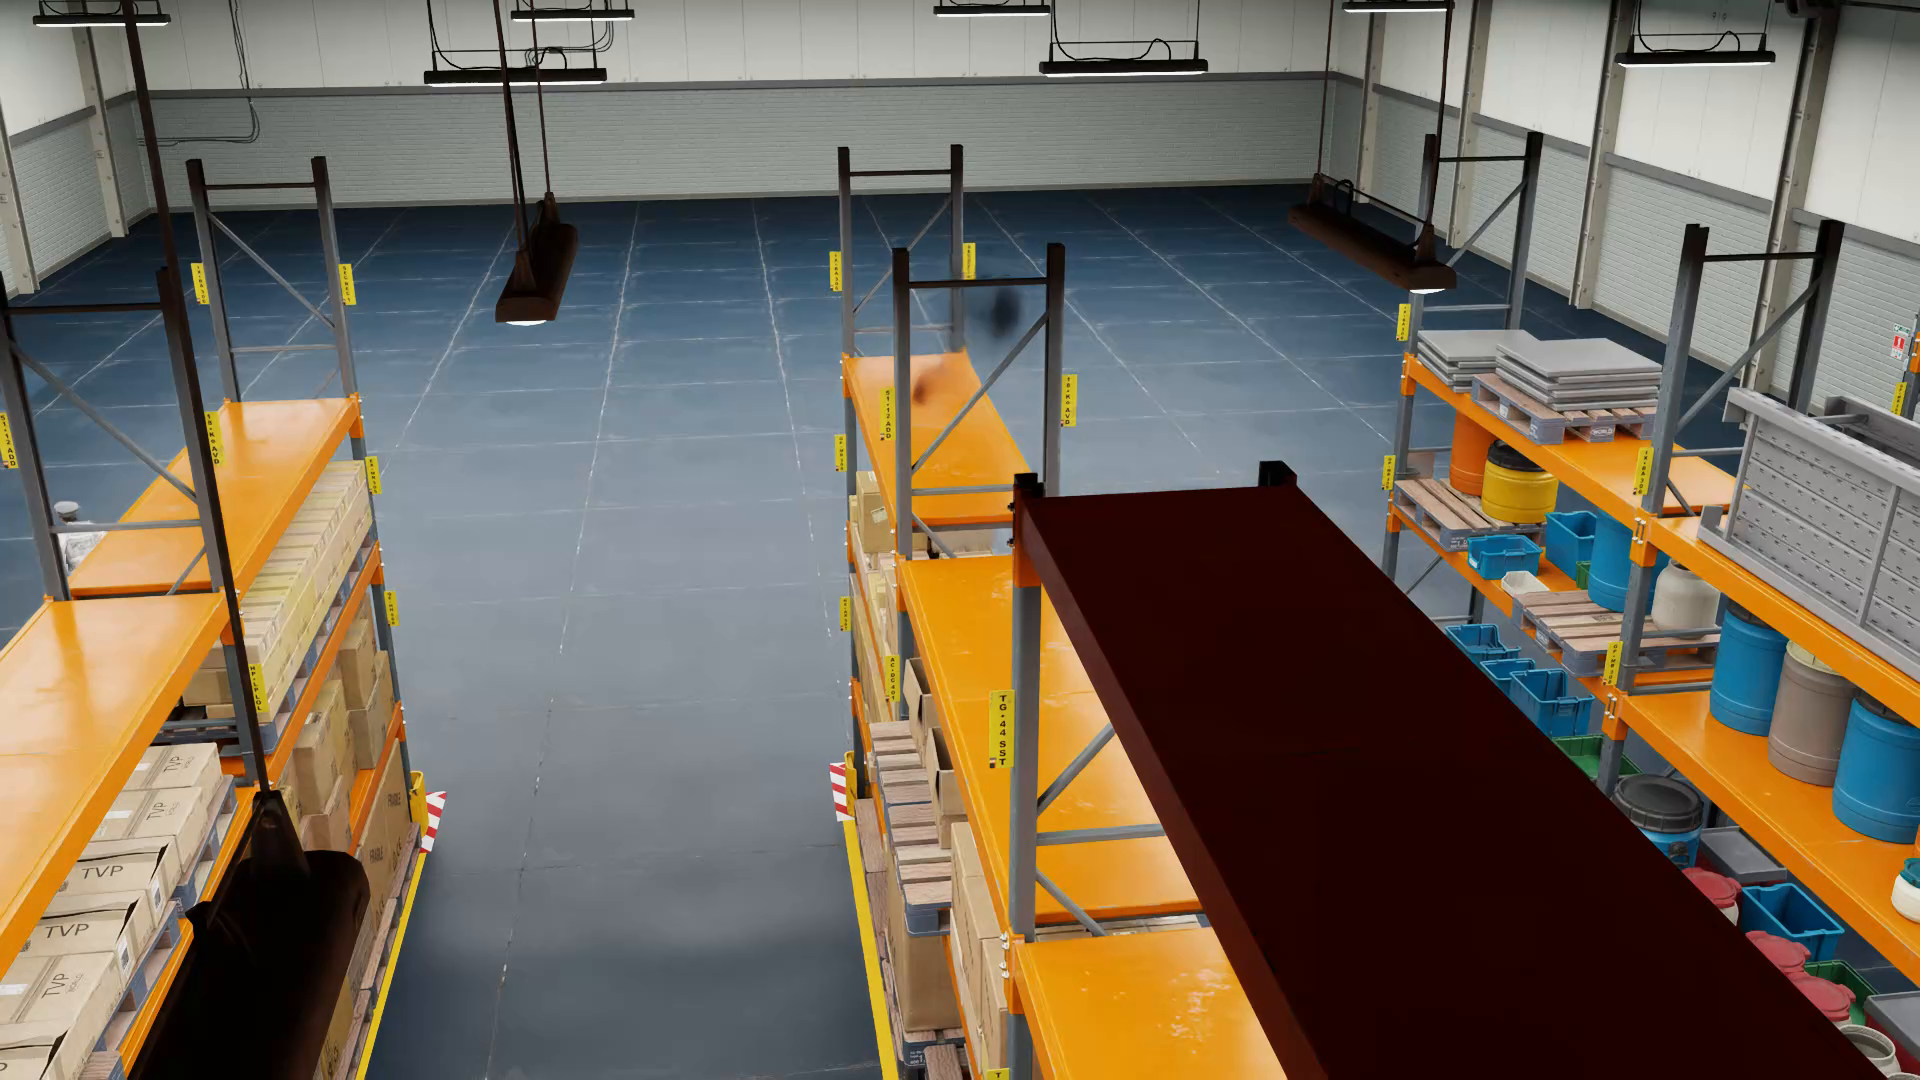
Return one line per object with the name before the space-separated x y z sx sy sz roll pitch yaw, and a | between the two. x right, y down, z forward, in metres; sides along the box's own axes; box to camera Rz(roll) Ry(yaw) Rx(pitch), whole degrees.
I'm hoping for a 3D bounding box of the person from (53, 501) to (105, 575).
person | -9.604 0.440 18.444 0.977 1.616 0.654 14 25 31
